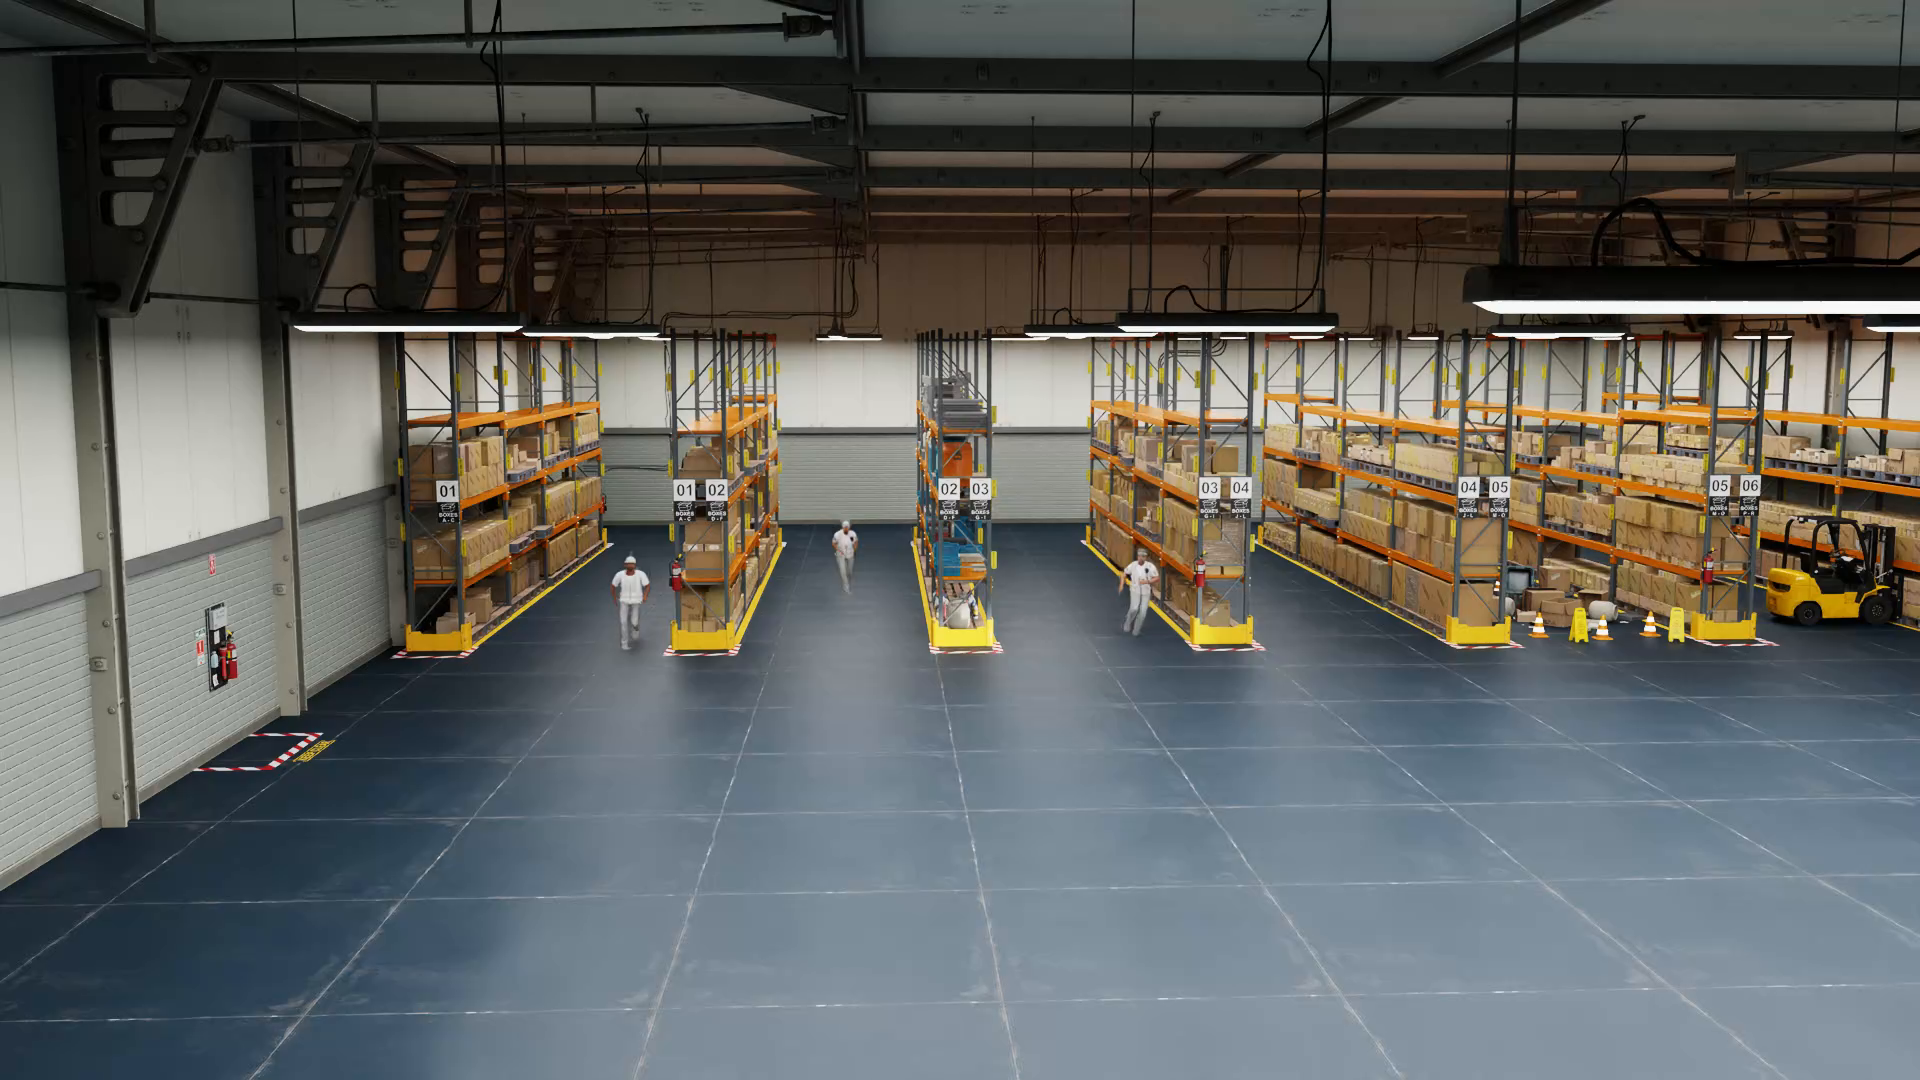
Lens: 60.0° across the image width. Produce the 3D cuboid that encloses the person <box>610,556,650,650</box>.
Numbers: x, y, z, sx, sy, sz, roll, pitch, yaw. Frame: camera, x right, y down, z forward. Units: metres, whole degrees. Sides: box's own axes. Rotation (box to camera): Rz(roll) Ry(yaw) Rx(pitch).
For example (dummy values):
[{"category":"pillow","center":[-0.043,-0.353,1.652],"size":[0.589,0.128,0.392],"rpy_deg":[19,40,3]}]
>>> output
[{"category":"person","center":[-6.248,1.181,31.492],"size":[0.737,1.764,0.745],"rpy_deg":[-1,7,-7]}]

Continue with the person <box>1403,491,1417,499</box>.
[{"category":"person","center":[13.263,-0.962,49.240],"size":[0.692,1.775,0.659],"rpy_deg":[-2,7,-13]}]

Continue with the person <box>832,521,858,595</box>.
[{"category":"person","center":[-2.508,0.369,36.333],"size":[0.572,1.615,0.759],"rpy_deg":[-1,7,-8]}]

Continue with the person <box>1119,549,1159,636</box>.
[{"category":"person","center":[3.524,1.024,32.716],"size":[0.759,1.743,0.603],"rpy_deg":[0,7,0]}]
